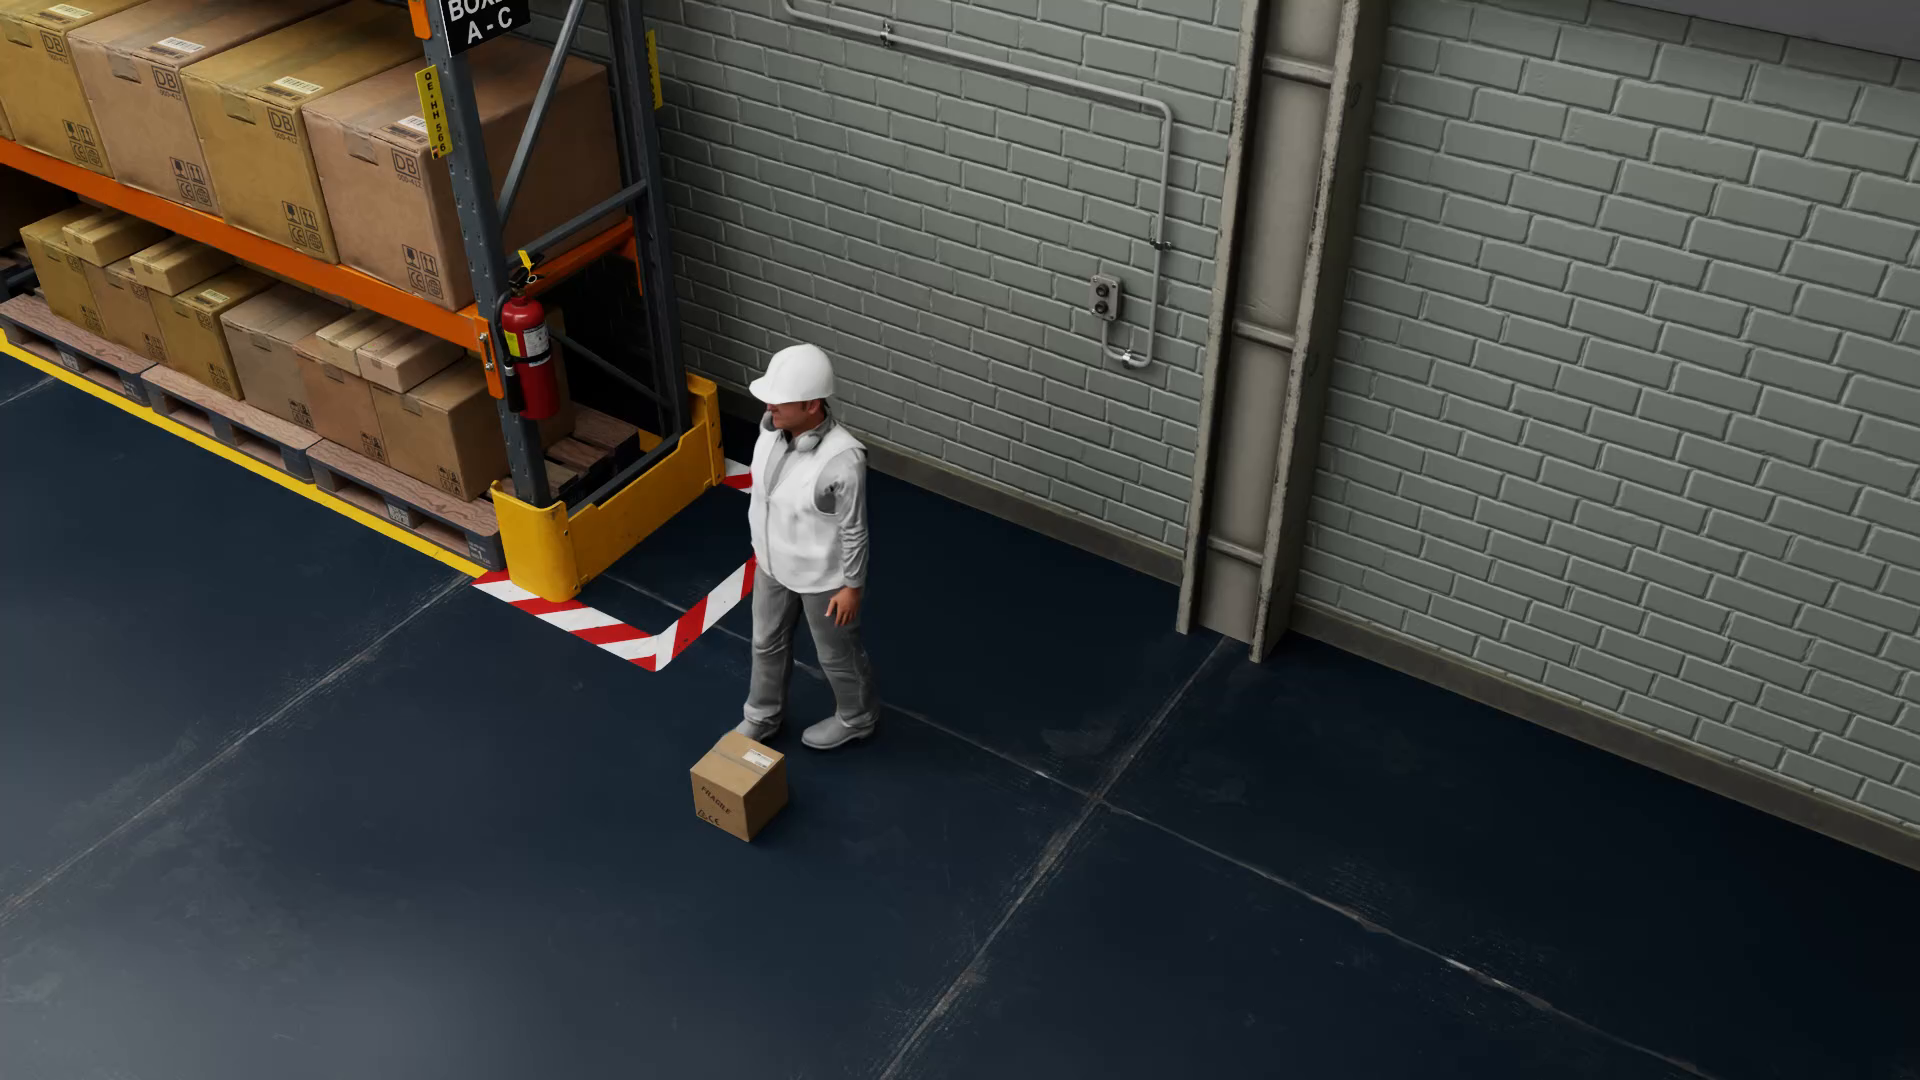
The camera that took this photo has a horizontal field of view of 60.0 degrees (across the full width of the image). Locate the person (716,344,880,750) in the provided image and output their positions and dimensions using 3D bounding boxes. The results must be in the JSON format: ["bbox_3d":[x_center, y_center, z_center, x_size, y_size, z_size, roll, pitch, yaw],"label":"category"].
[{"bbox_3d":[-0.615,0.109,5.988,0.600,1.769,0.546,-31,47,-33],"label":"person"}]
